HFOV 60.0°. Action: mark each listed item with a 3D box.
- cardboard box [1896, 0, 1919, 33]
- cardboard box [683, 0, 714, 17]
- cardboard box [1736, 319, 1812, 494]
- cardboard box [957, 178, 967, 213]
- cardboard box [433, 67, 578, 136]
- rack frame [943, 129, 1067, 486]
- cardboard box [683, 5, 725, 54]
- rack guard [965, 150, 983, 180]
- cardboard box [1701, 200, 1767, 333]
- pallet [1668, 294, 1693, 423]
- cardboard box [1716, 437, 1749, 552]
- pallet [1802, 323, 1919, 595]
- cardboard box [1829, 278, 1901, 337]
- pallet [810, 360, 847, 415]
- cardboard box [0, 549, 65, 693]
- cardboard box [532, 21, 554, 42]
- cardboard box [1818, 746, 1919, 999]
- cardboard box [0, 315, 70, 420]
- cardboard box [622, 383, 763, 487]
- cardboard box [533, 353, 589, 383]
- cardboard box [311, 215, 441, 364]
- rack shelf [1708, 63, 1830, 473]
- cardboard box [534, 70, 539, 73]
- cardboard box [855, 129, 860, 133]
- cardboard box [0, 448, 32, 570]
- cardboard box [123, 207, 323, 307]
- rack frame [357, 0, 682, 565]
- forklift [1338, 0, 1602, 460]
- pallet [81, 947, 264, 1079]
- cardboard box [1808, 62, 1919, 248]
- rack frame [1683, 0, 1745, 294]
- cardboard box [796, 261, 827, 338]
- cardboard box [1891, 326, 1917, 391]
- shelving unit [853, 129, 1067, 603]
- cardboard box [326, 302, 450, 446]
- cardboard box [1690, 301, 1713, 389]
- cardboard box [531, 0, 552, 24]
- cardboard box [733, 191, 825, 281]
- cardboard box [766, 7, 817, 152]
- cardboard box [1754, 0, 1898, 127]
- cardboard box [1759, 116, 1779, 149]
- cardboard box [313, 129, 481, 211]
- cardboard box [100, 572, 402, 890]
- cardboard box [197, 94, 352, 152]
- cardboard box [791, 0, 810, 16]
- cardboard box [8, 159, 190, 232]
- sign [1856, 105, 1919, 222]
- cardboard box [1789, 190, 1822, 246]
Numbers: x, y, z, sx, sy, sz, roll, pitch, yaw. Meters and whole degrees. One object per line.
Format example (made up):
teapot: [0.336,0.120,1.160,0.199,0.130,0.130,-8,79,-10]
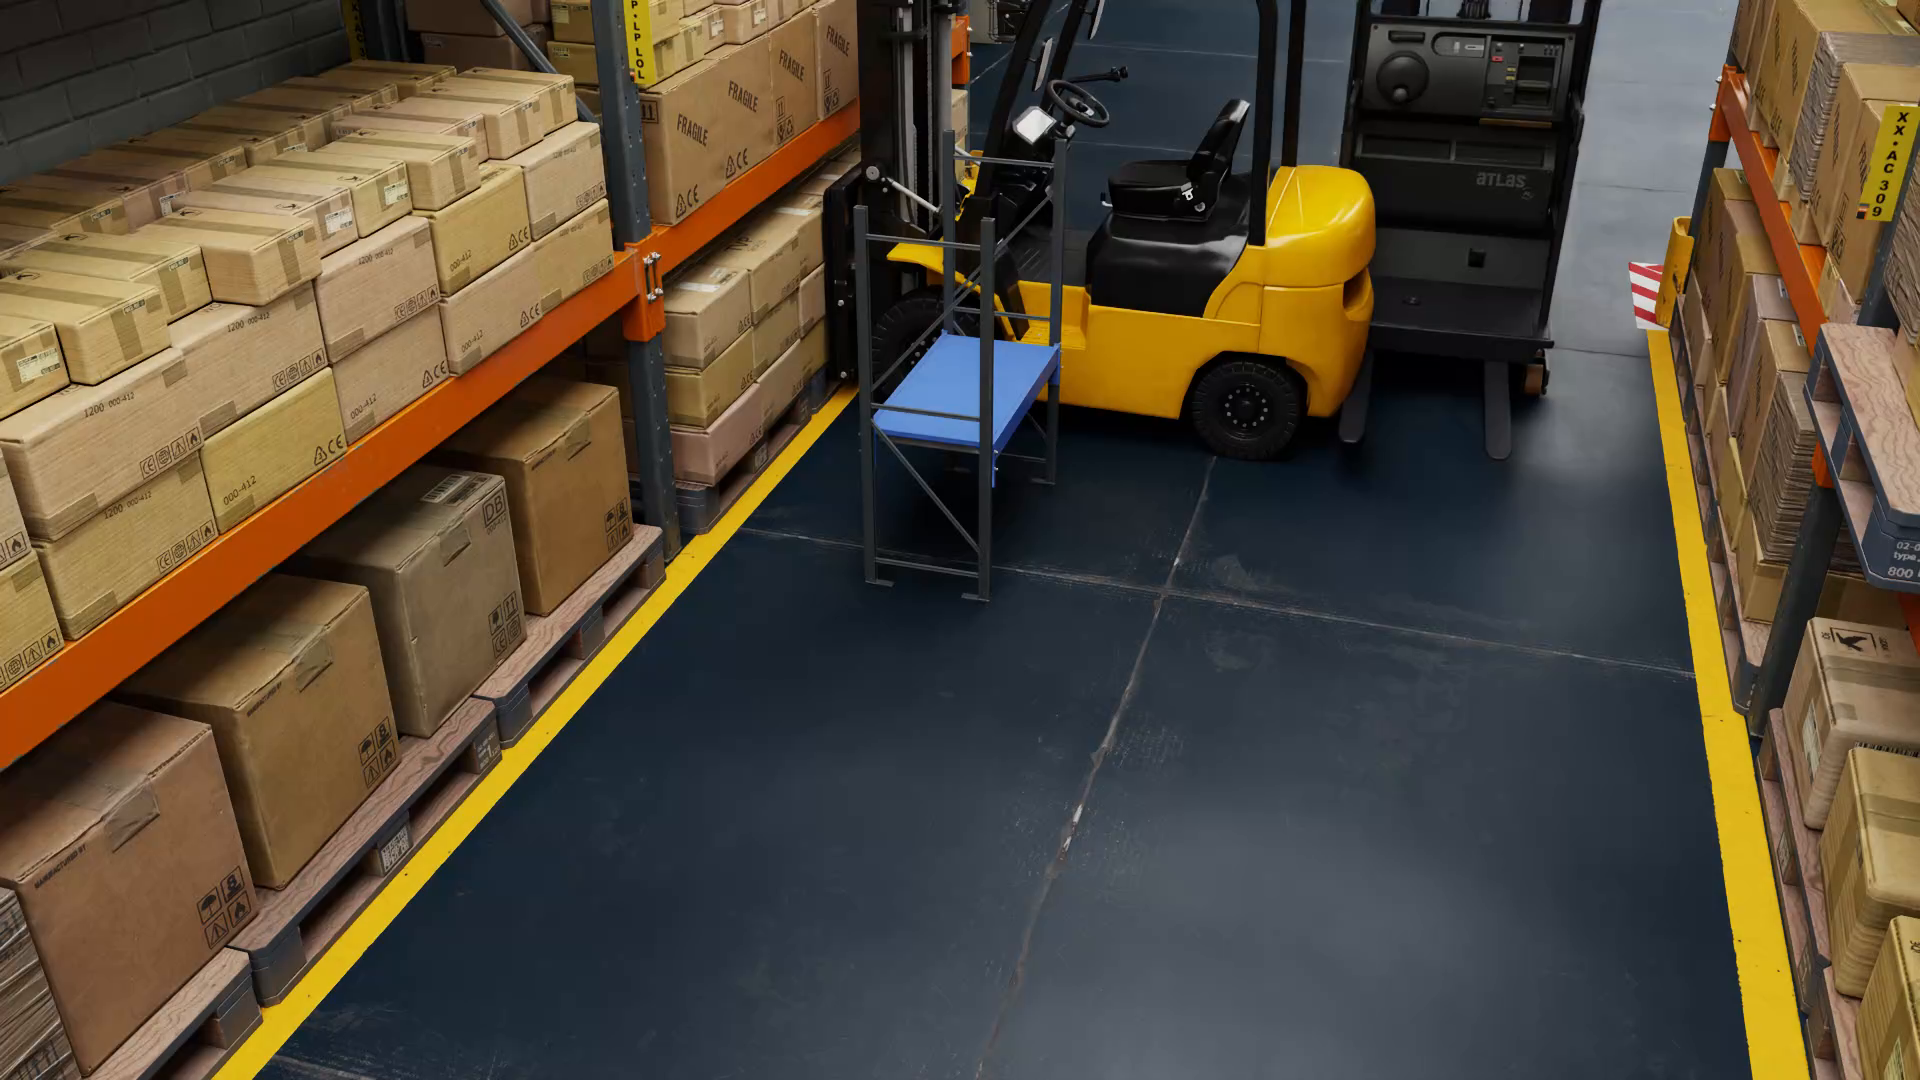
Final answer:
cardboard box: [3.882,-2.108,6.016,0.700,0.500,0.500,8,30,15]
cardboard box: [-1.177,-2.128,6.414,0.380,0.149,0.250,8,30,14]
cardboard box: [3.200,-0.464,6.124,0.500,0.500,0.500,9,30,16]
cardboard box: [-0.273,-1.889,9.456,0.500,0.250,0.500,9,30,15]
cardboard box: [-1.499,-1.448,5.497,0.380,0.149,0.250,10,30,17]
rack frame: [0.174,-0.931,6.881,0.500,1.500,0.032,8,30,15]
cardboard box: [-1.142,-1.995,6.480,0.380,0.149,0.250,8,30,15]
rack guard: [-0.430,-2.089,9.991,1.175,0.500,0.348,8,30,15]
cardboard box: [3.652,-1.183,7.416,0.500,0.500,0.500,7,30,13]
pallet: [4.015,-0.837,8.038,1.003,0.211,1.213,8,30,15]
cardboard box: [3.198,-0.149,6.328,0.500,0.250,0.500,8,30,14]
pallet: [2.772,-0.186,4.197,1.003,0.211,1.213,8,30,15]
cardboard box: [2.938,-0.688,5.159,0.380,0.149,0.250,8,30,14]
pallet: [-0.981,-1.025,8.376,1.003,0.211,1.213,8,30,15]
cardboard box: [-2.269,0.209,3.443,0.500,0.250,0.500,8,30,14]
cardboard box: [-1.722,-1.946,6.392,0.380,0.149,0.250,8,30,13]
cardboard box: [2.776,0.939,4.248,0.950,0.372,0.625,10,31,18]
cardboard box: [-2.172,-0.377,3.573,0.380,0.149,0.250,9,30,15]
cardboard box: [-1.153,-0.471,6.907,0.500,0.250,0.500,9,30,15]
cardboard box: [-1.664,-0.767,6.926,0.500,0.250,0.500,8,30,14]
cardboard box: [-1.811,-0.723,4.604,0.500,0.250,0.500,9,30,16]
rack shelf: [3.722,-1.220,6.597,1.077,0.370,4.000,8,30,15]
cardboard box: [-1.738,-1.602,6.442,0.500,0.500,0.500,8,30,15]
cardboard box: [-0.418,-2.092,8.794,0.500,0.250,0.500,9,30,16]
cardboard box: [-2.273,-0.009,3.321,0.500,0.250,0.500,9,30,16]
cardboard box: [-1.850,-0.716,4.181,0.380,0.149,0.250,8,30,14]
rack frame: [-1.611,-1.311,6.022,1.000,3.000,0.127,8,30,15]
forklift: [2.339,-2.173,7.642,1.130,2.935,3.031,8,30,13]
pallet: [-2.506,1.389,4.036,1.003,0.211,1.213,8,30,15]
cardboard box: [3.172,-1.261,5.522,0.500,0.500,0.500,10,30,17]
rack frame: [4.309,-2.464,8.093,1.000,3.000,0.127,8,30,15]
cardboard box: [-0.870,-1.159,7.630,0.500,0.250,0.500,8,30,14]
cardboard box: [2.671,-0.467,4.330,0.380,0.149,0.250,9,30,16]
shelving unit: [0.025,-0.695,6.457,0.538,1.500,1.048,8,30,15]
cardboard box: [-1.826,-0.513,4.742,0.500,0.250,0.500,9,30,15]
cardboard box: [3.651,-0.874,7.632,0.500,0.250,0.500,10,30,17]
cardboard box: [-1.693,-2.071,6.310,0.380,0.149,0.250,8,30,14]
cardboard box: [-0.874,-1.379,7.512,0.500,0.250,0.500,10,30,17]
cardboard box: [-0.947,-2.004,7.164,0.500,0.500,0.500,8,30,14]
cardboard box: [3.608,-1.979,6.812,0.500,0.500,0.500,8,30,14]
cardboard box: [3.633,-1.758,7.083,0.380,0.149,0.250,9,30,16]
cardboard box: [-1.630,-1.078,4.832,0.380,0.149,0.250,8,30,13]
cardboard box: [-2.207,0.496,4.783,0.875,0.625,0.625,7,30,13]
cardboard box: [-2.122,-1.273,5.182,0.380,0.149,0.250,8,30,15]
cardboard box: [-0.863,-2.340,7.100,0.380,0.149,0.250,8,30,13]
cardboard box: [-2.344,-0.921,4.549,0.380,0.149,0.250,8,30,14]
sign: [2.614,-1.057,4.674,0.100,0.325,0.005,8,30,15]
cardboard box: [3.233,-1.160,6.009,0.380,0.149,0.250,8,30,14]
